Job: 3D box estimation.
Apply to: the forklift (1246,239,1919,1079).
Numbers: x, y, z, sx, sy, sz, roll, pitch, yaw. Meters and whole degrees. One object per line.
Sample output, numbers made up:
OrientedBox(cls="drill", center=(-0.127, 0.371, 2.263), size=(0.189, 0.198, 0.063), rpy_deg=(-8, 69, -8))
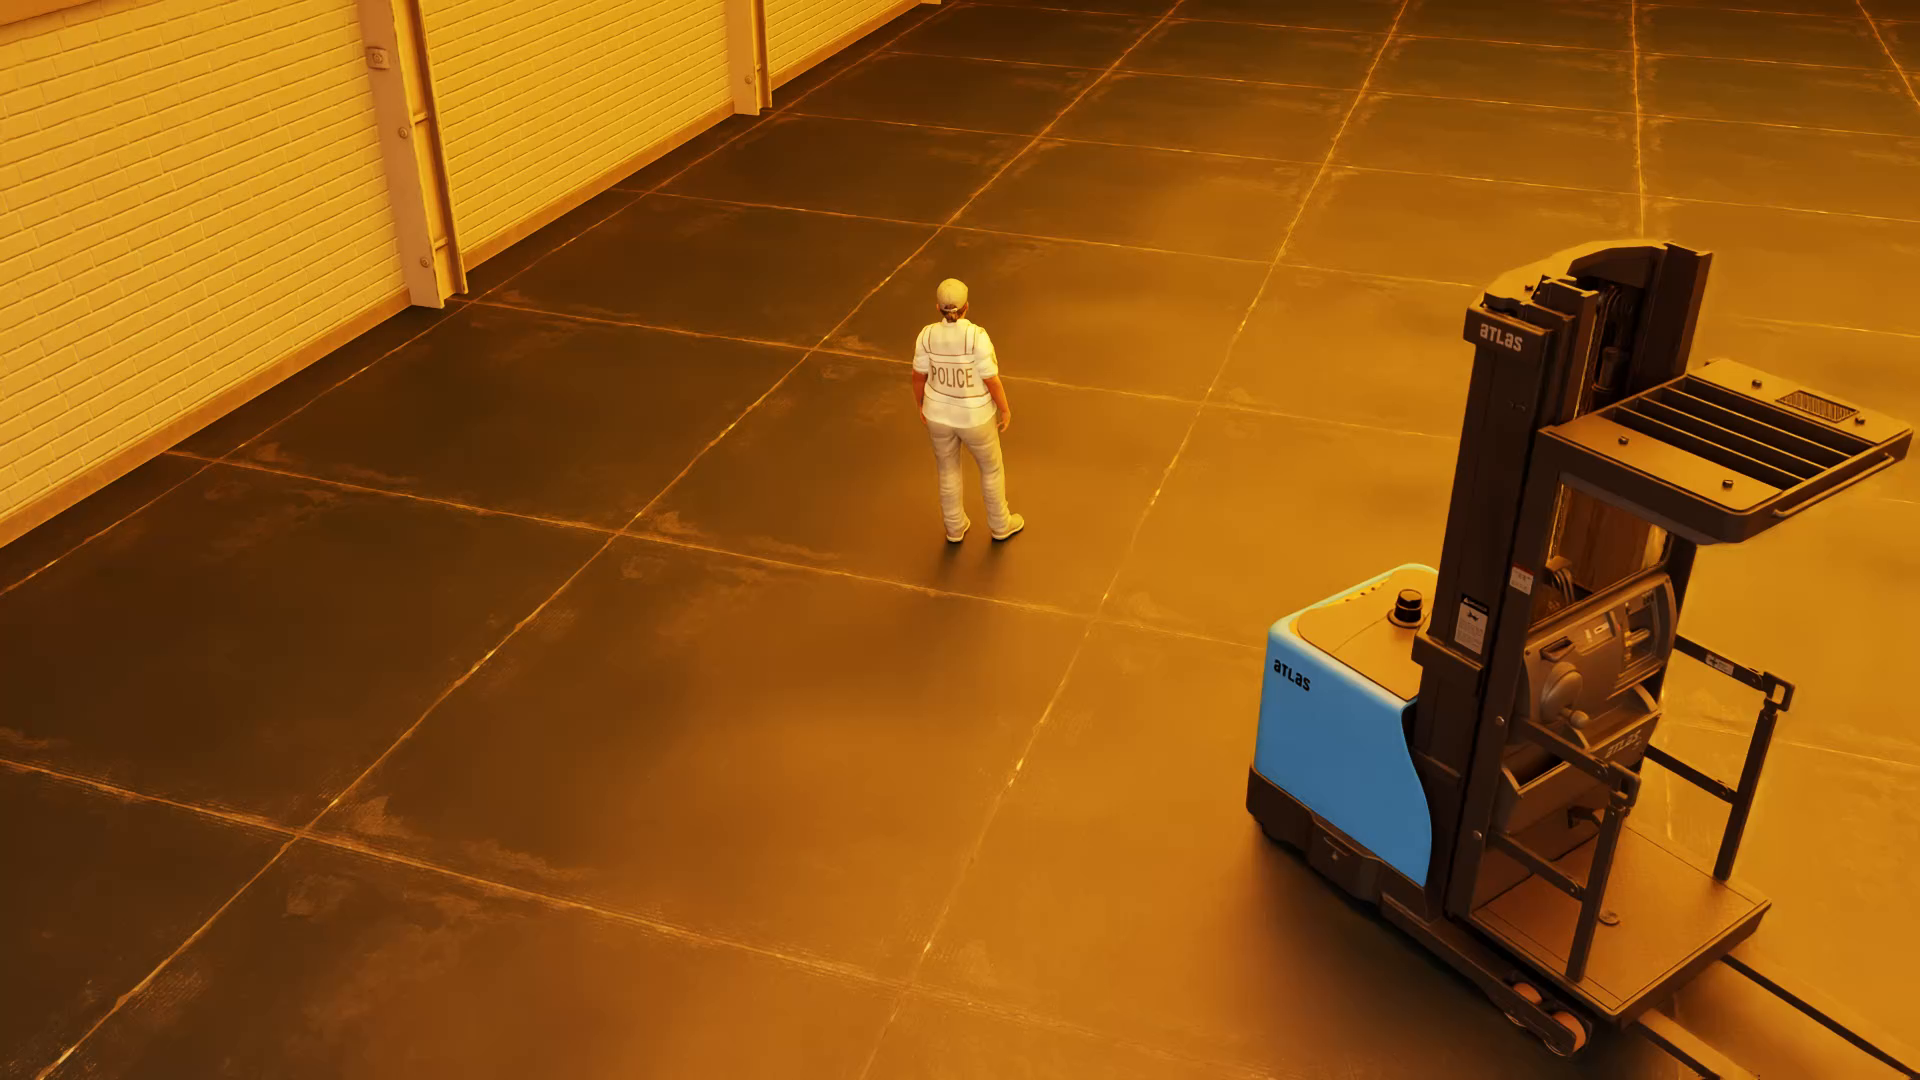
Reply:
OrientedBox(cls="forklift", center=(2.609, 0.477, 6.301), size=(1.130, 2.935, 3.031), rpy_deg=(-20, 35, -31))

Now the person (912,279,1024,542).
OrientedBox(cls="person", center=(0.047, -0.763, 9.736), size=(0.598, 1.670, 0.529), rpy_deg=(10, 31, 16))
